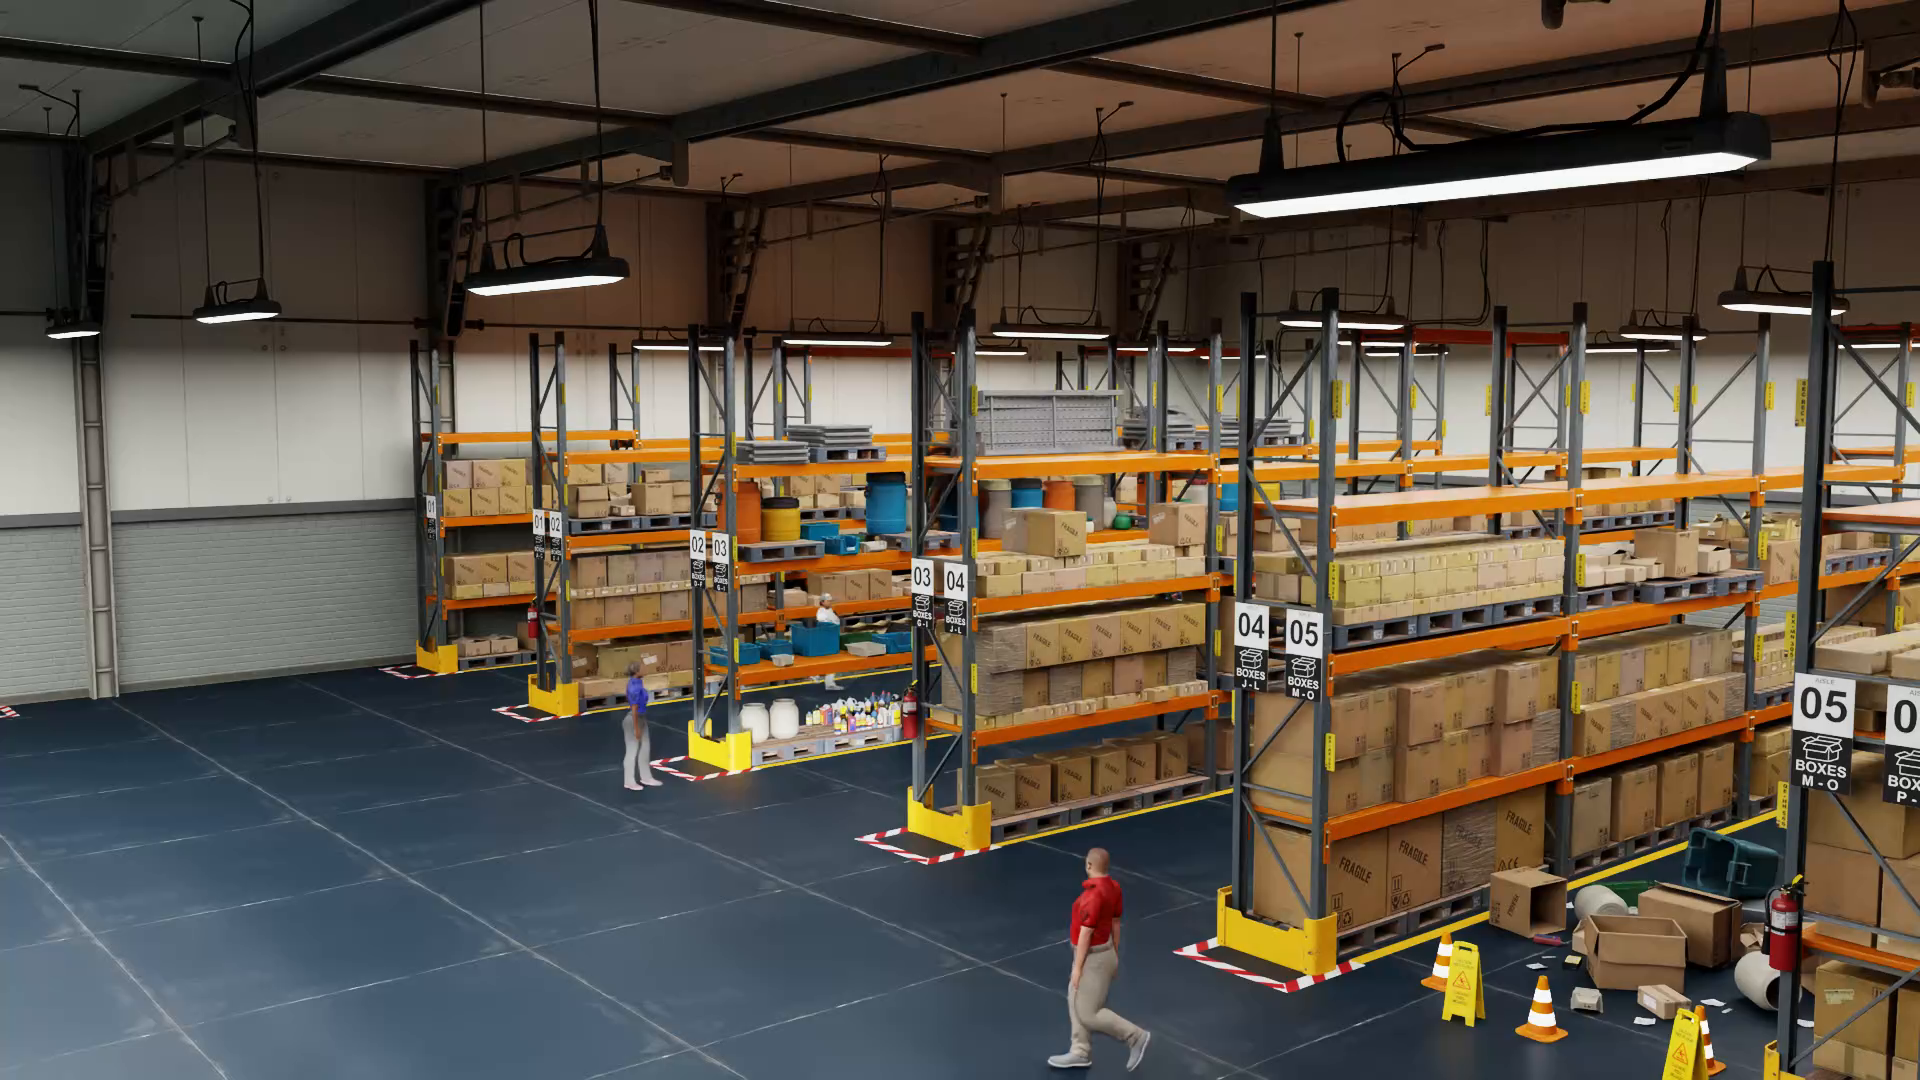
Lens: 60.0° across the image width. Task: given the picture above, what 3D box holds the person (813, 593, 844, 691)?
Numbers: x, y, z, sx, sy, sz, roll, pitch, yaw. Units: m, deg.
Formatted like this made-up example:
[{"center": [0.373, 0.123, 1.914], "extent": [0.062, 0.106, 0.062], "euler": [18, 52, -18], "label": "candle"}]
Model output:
[{"center": [-2.270, 1.721, 28.103], "extent": [0.589, 1.655, 0.500], "euler": [0, 5, 4], "label": "person"}]

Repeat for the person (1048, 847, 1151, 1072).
[{"center": [1.045, 3.147, 12.453], "extent": [0.747, 1.714, 0.488], "euler": [0, 5, -2], "label": "person"}]

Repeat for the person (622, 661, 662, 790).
[{"center": [-4.102, 2.378, 21.381], "extent": [0.434, 1.677, 0.523], "euler": [0, 5, 4], "label": "person"}]
